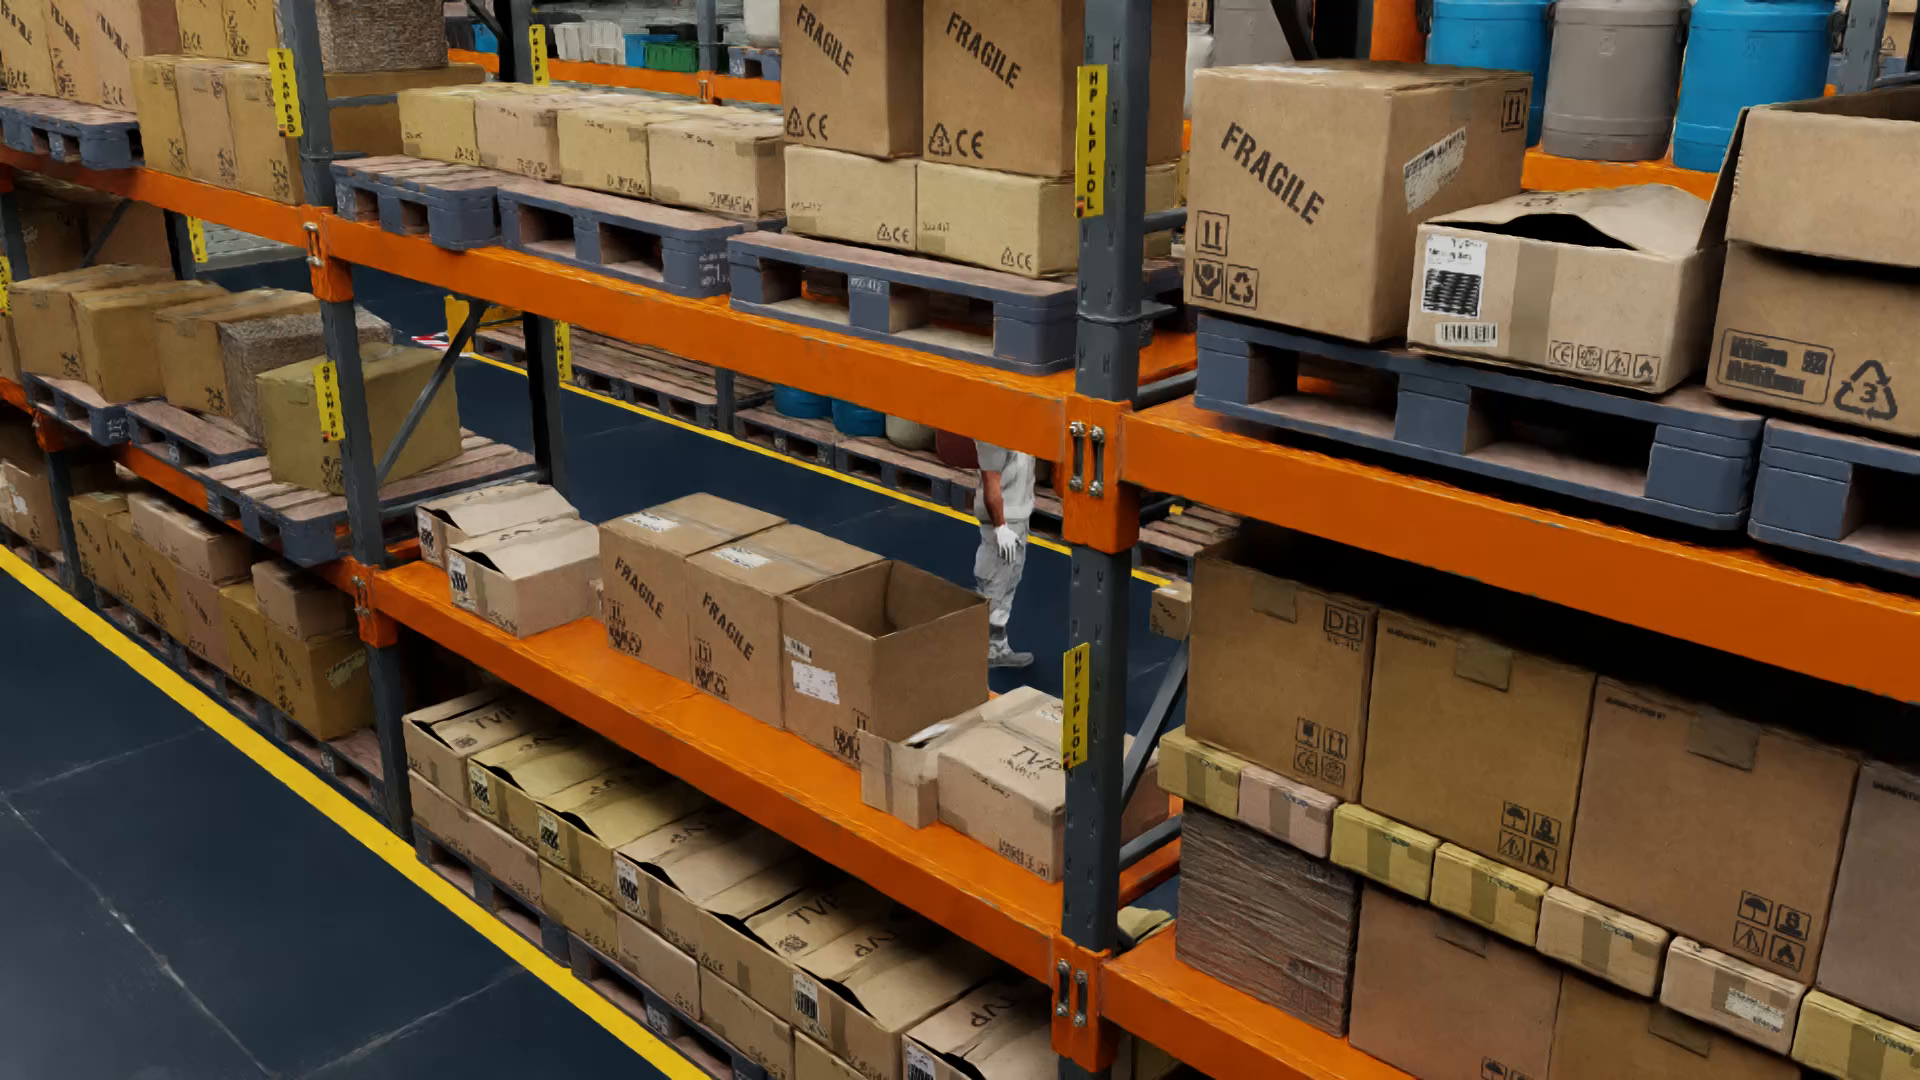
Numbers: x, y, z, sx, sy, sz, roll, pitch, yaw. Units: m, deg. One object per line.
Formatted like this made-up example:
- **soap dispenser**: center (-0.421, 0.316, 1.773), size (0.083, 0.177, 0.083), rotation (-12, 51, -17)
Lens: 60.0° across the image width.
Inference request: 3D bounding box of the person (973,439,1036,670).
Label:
- **person**: center (0.141, -0.089, 8.784), size (0.482, 1.784, 0.735), rotation (4, 21, 11)
